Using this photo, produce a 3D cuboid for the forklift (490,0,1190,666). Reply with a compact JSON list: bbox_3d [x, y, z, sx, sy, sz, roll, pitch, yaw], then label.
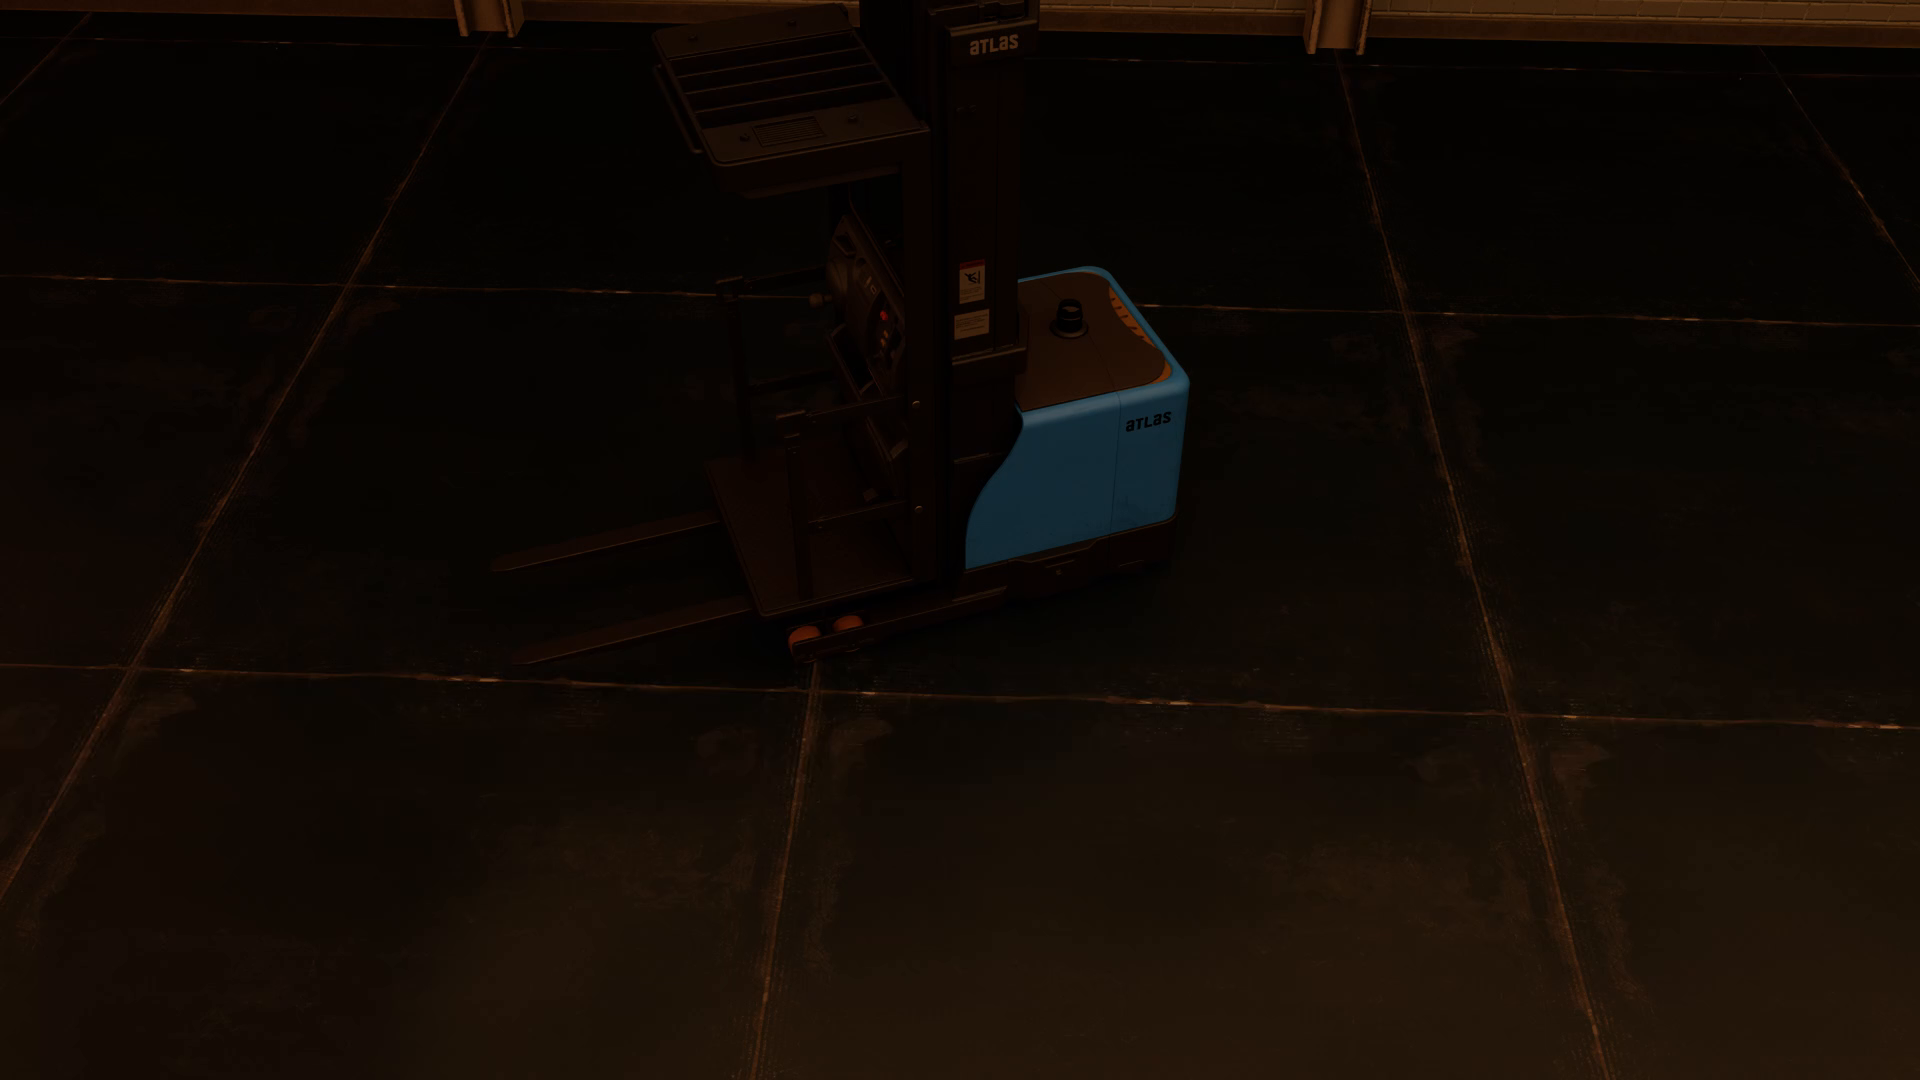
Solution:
[{"bbox_3d":[-0.573,-0.945,6.778,3.031,2.935,1.130,-13,44,-14],"label":"forklift"}]
